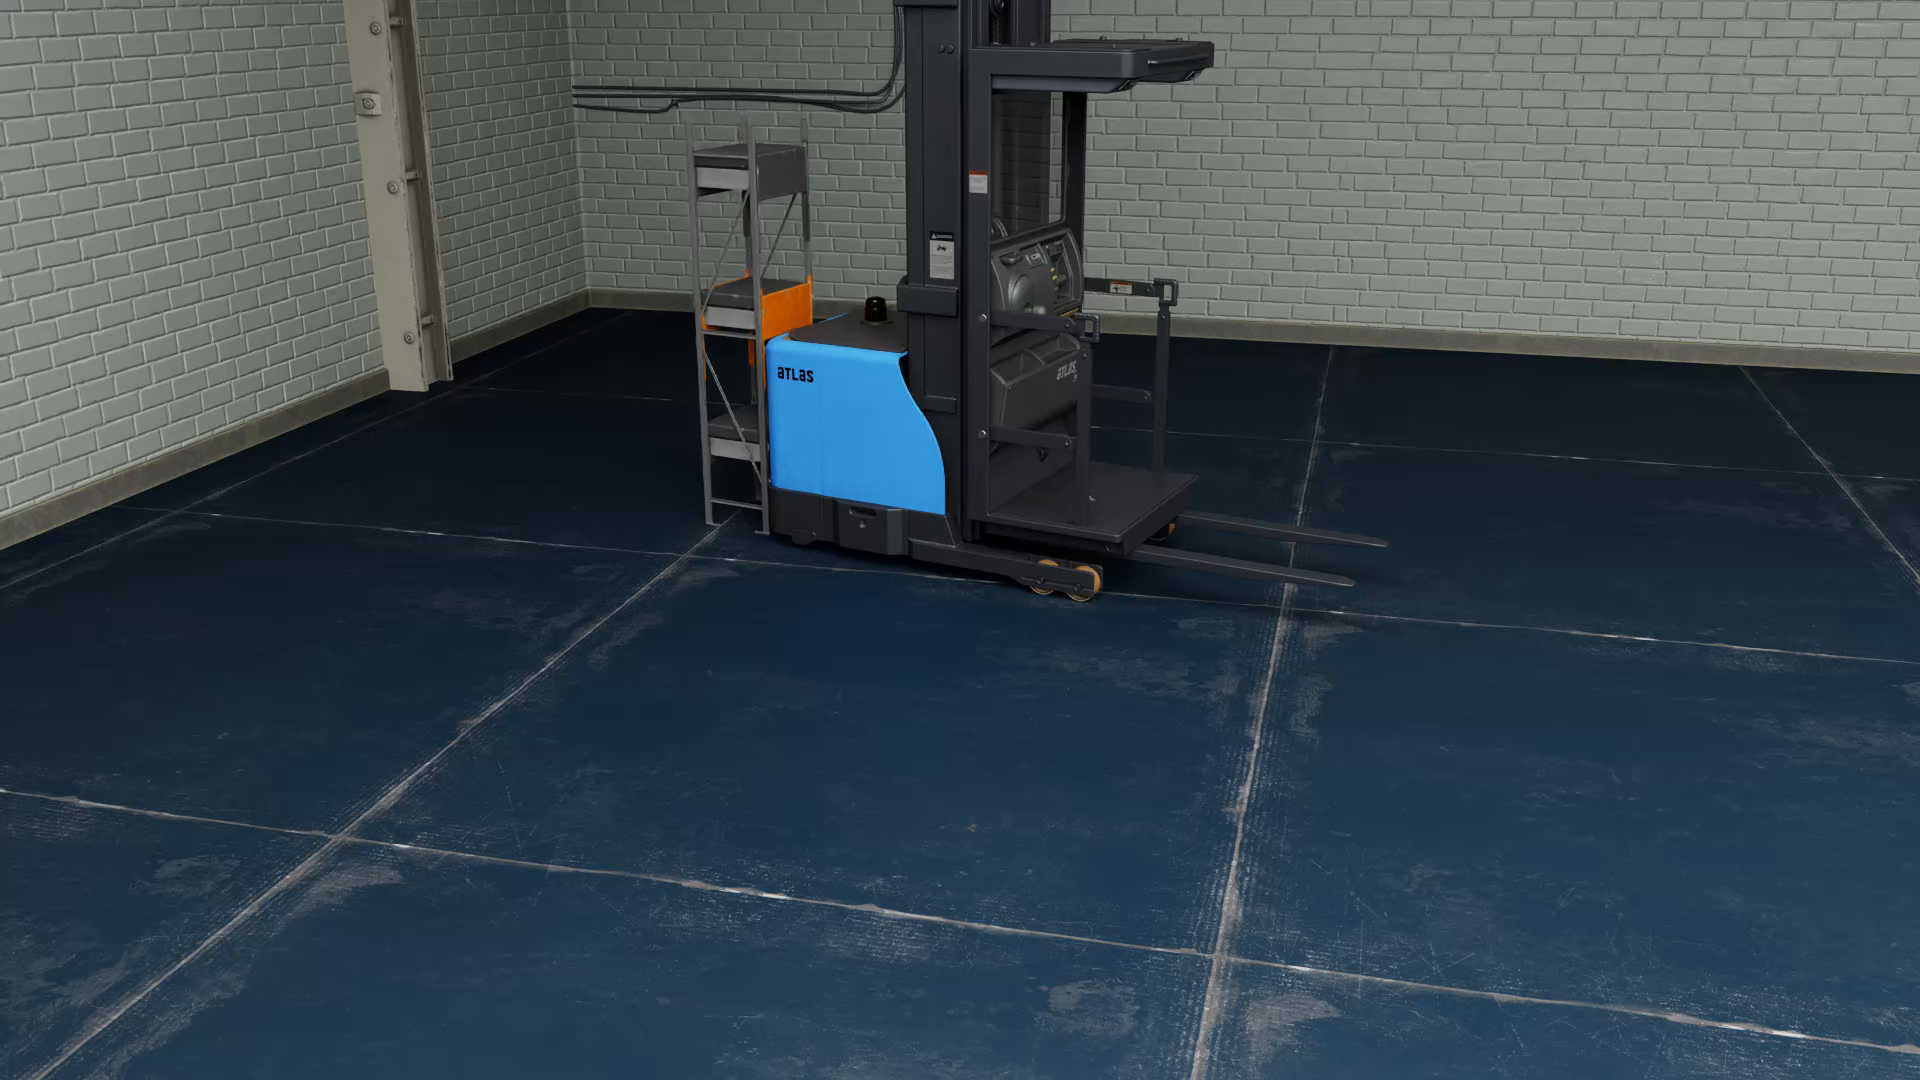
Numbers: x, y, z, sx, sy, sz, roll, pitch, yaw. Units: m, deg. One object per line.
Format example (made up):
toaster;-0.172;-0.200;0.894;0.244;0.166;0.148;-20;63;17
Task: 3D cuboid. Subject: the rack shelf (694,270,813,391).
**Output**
rack shelf;-1.073;-1.105;8.717;0.431;0.518;0.480;9;21;25

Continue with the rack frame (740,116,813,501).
rack frame;-0.963;-1.189;8.919;0.400;2.100;0.015;9;21;25

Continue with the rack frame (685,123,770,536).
rack frame;-1.182;-1.048;8.506;0.400;2.100;0.015;9;21;25

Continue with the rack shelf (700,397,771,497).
rack shelf;-1.073;-0.443;8.944;0.431;0.518;0.480;9;21;25

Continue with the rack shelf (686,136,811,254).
rack shelf;-1.073;-1.768;8.491;0.431;0.518;0.480;9;21;25

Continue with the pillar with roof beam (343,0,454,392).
pillar with roof beam;0.289;-5.042;9.526;9.100;9.000;0.400;5;19;13

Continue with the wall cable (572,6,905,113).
wall cable;-1.884;-4.731;13.421;3.097;2.526;0.112;5;19;13

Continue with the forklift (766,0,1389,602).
forklift;0.559;-1.293;7.938;3.031;2.935;1.130;10;21;26

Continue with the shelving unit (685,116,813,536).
shelving unit;-1.073;-1.118;8.713;0.431;2.100;0.503;9;21;25
